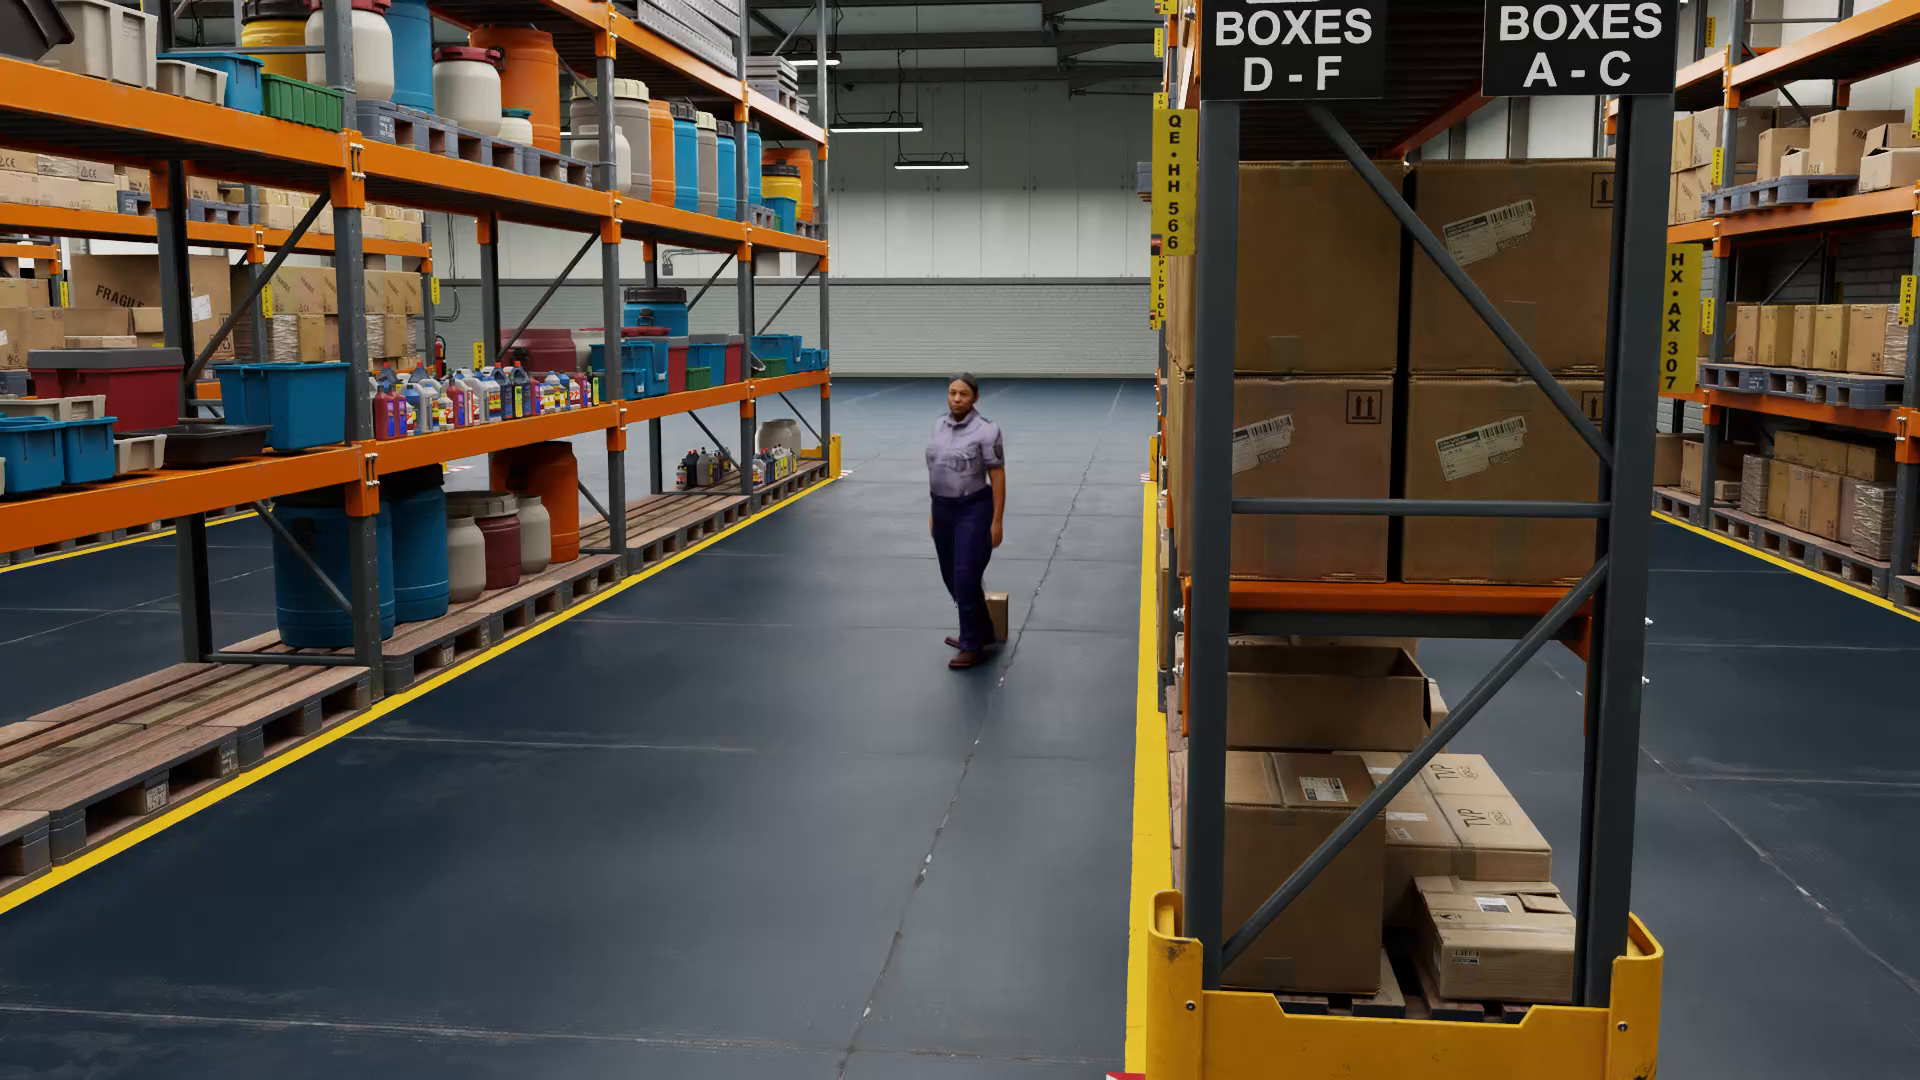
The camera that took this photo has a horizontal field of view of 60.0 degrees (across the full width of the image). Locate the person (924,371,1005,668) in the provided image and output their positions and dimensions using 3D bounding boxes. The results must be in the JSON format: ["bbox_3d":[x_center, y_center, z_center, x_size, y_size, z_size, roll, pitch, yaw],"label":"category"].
[{"bbox_3d":[0.061,-0.133,9.356,0.540,1.634,0.553,7,11,43],"label":"person"}]
